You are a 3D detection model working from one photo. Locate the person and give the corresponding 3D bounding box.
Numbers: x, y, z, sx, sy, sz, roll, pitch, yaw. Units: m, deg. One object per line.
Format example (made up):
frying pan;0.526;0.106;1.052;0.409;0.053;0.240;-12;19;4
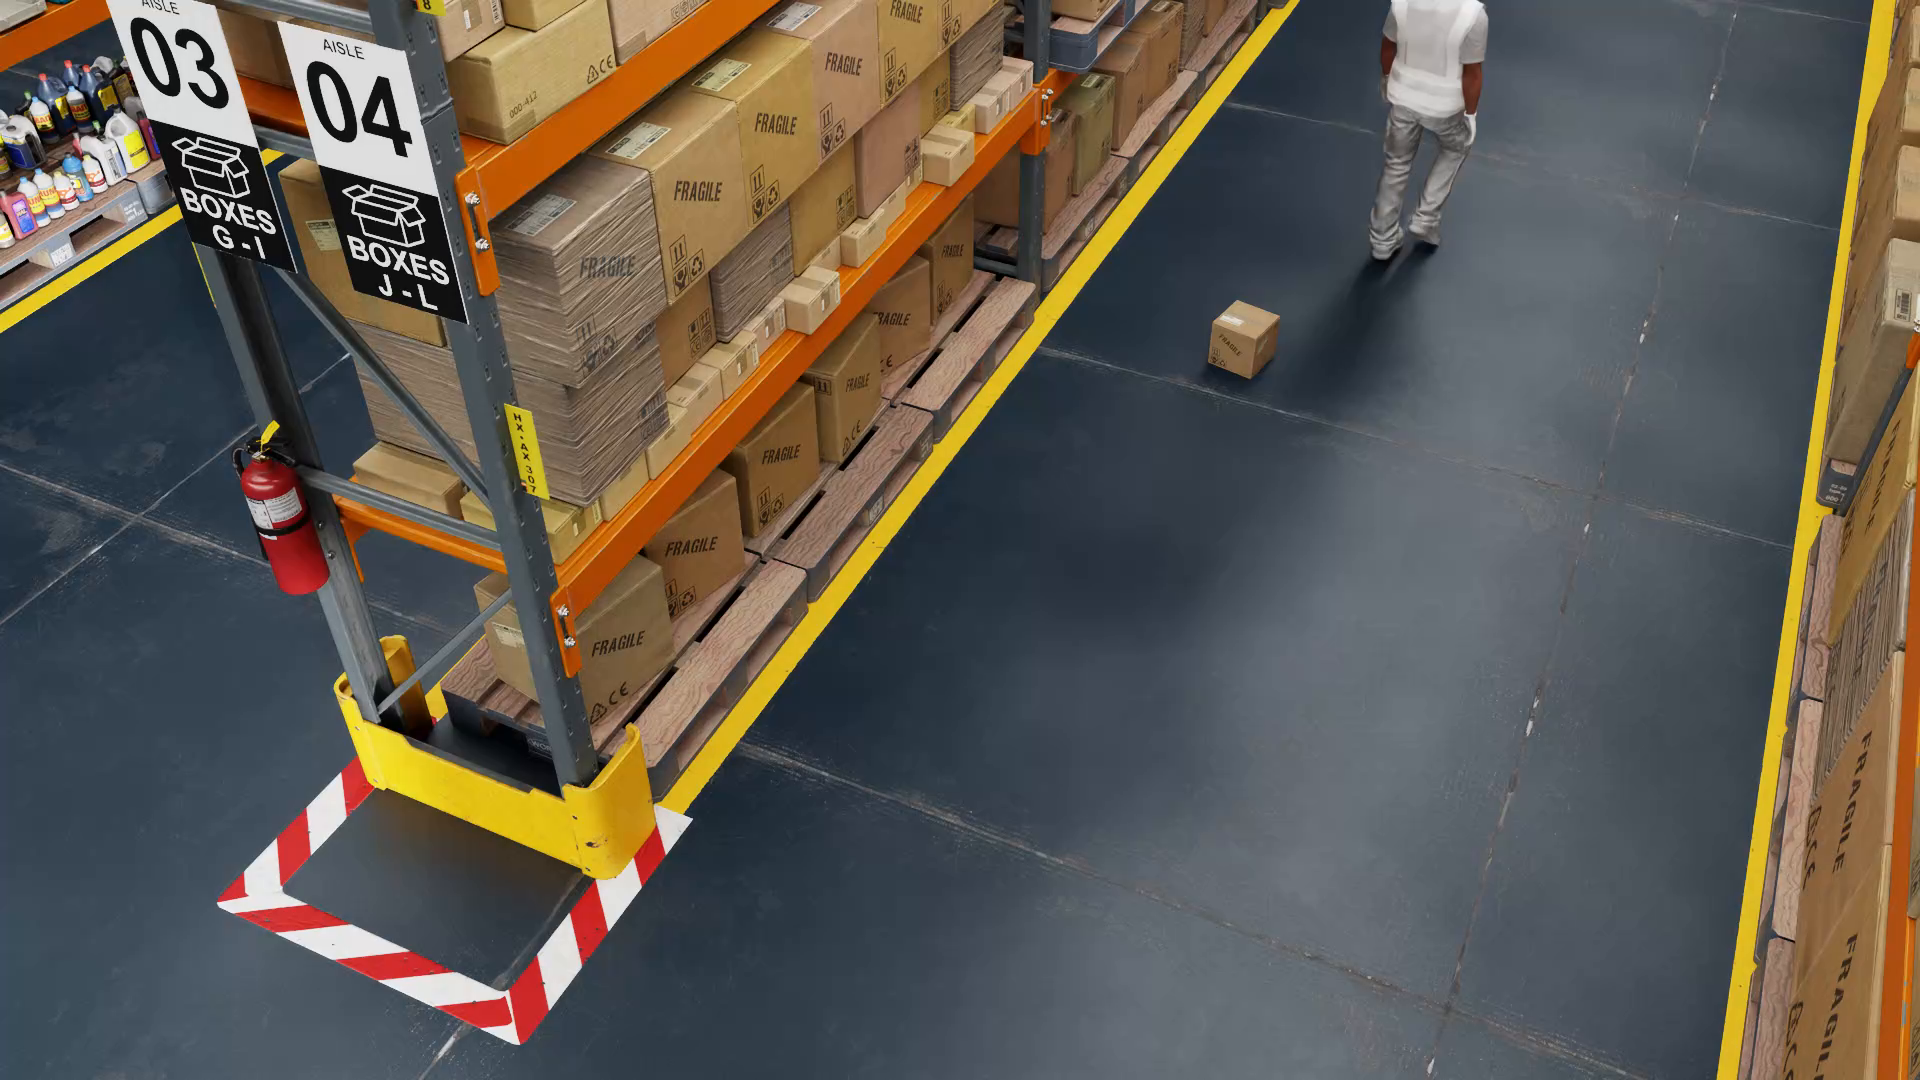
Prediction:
person;2.472;-2.307;8.740;0.614;1.830;0.503;23;47;24
